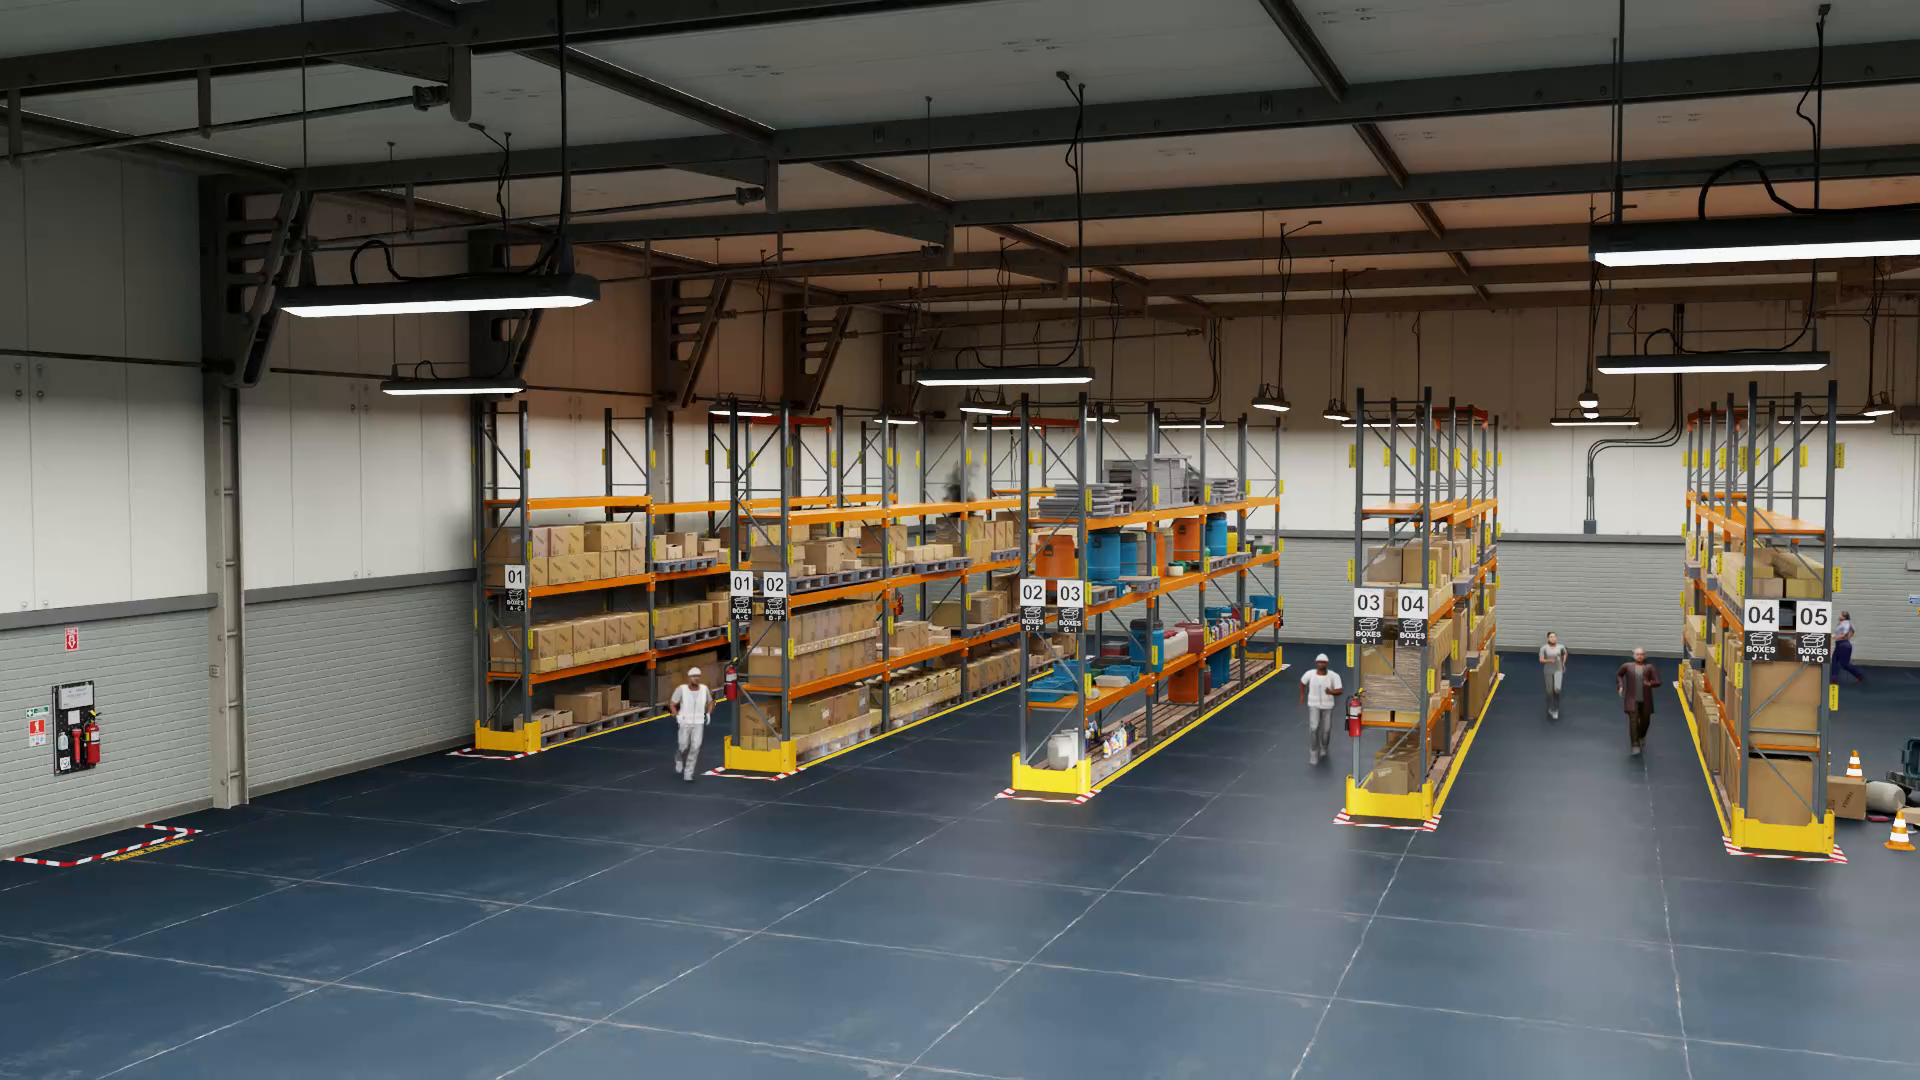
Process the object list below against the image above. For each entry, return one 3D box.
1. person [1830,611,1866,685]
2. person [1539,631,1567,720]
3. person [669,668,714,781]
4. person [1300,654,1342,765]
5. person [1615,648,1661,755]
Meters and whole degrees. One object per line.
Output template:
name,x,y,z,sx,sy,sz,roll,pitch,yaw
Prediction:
person,19.505,2.444,36.640,0.823,1.588,0.612,1,3,25
person,11.477,2.602,32.194,0.497,1.694,0.763,1,3,22
person,-4.198,2.867,26.048,0.711,1.753,0.664,-1,3,-22
person,5.951,2.787,27.428,0.678,1.831,0.770,1,3,10
person,11.540,2.714,28.286,0.708,1.754,1.061,1,3,17
